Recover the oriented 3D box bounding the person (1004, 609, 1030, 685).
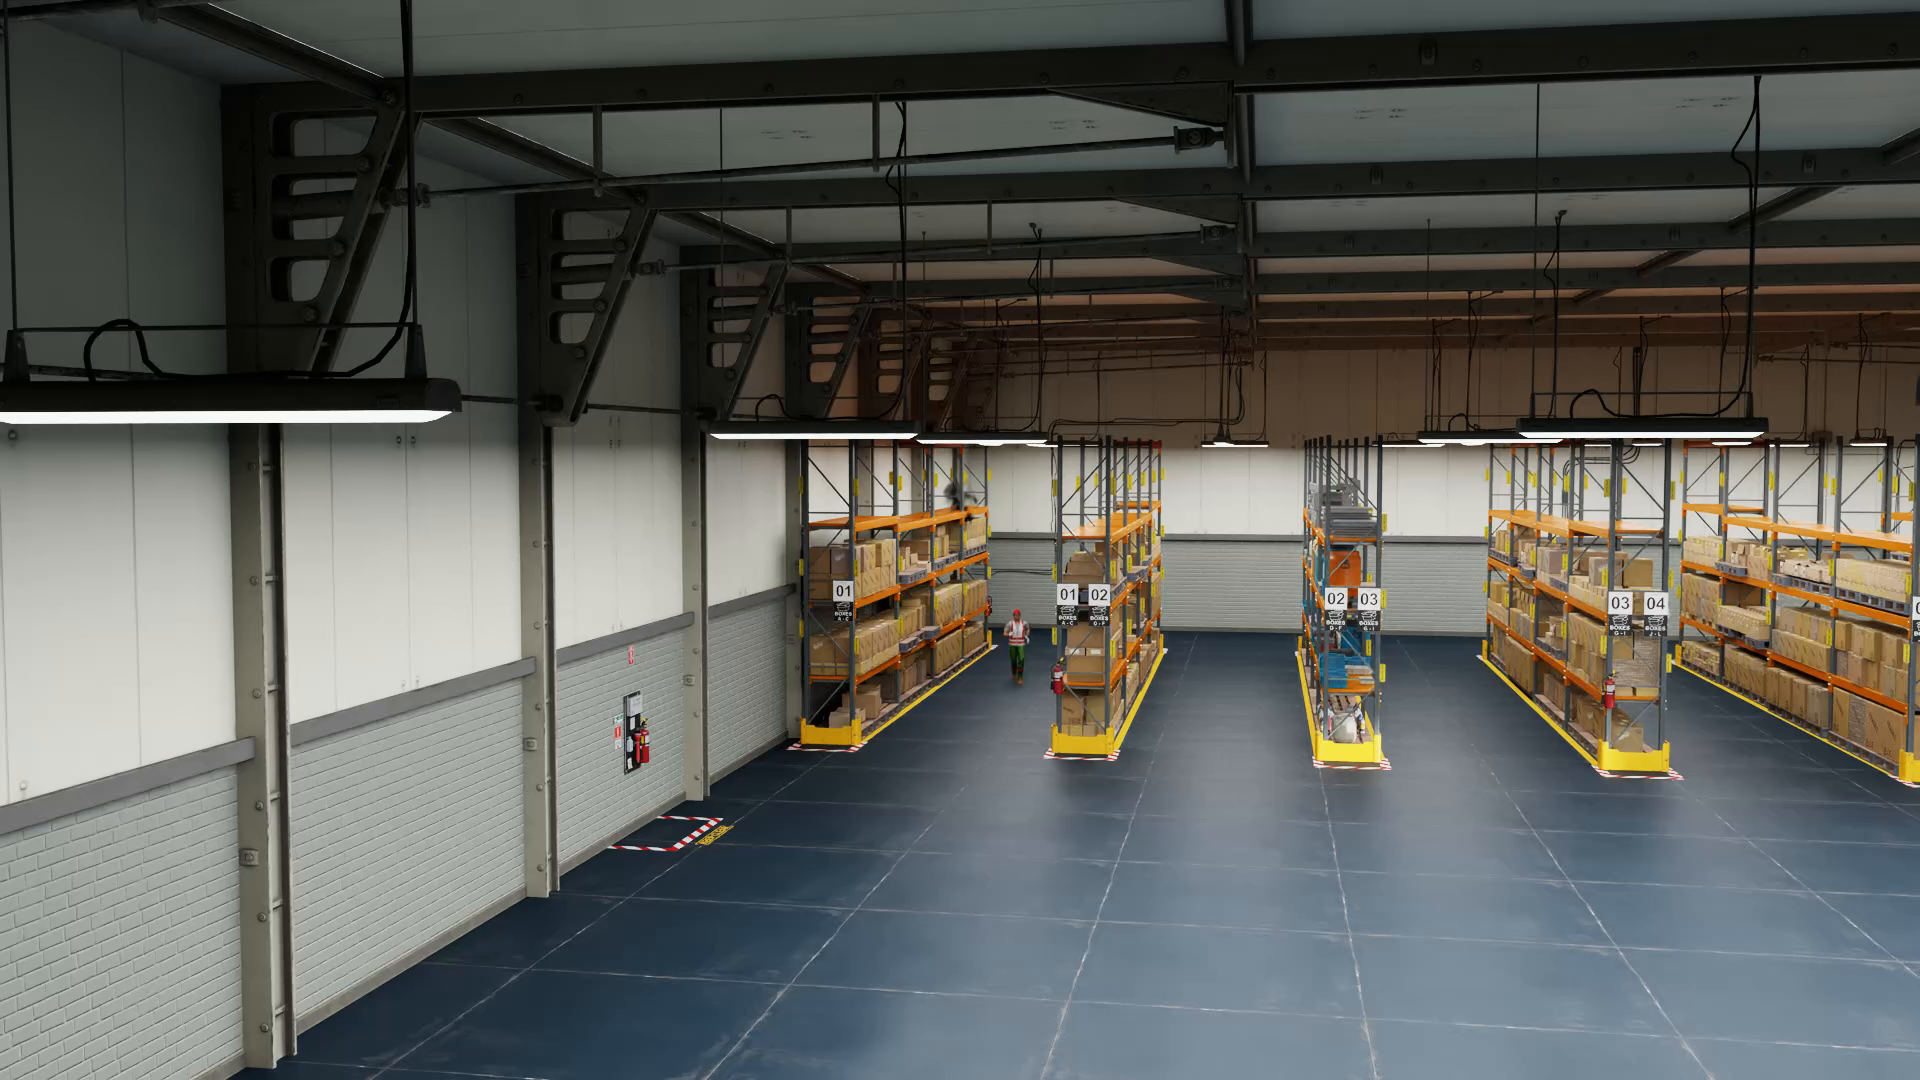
[{"bbox_3d":[1.390,2.597,40.690,0.644,1.806,0.915,0,3,0],"label":"person"}]

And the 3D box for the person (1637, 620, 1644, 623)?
[{"bbox_3d":[17.922,2.537,44.268,0.704,1.630,0.877,1,3,25],"label":"person"}]

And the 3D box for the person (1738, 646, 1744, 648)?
[{"bbox_3d":[21.550,2.373,45.403,0.993,1.791,0.669,1,3,10],"label":"person"}]

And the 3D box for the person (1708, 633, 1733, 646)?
[{"bbox_3d":[20.925,2.353,45.817,0.845,1.801,0.653,0,3,4],"label":"person"}]
